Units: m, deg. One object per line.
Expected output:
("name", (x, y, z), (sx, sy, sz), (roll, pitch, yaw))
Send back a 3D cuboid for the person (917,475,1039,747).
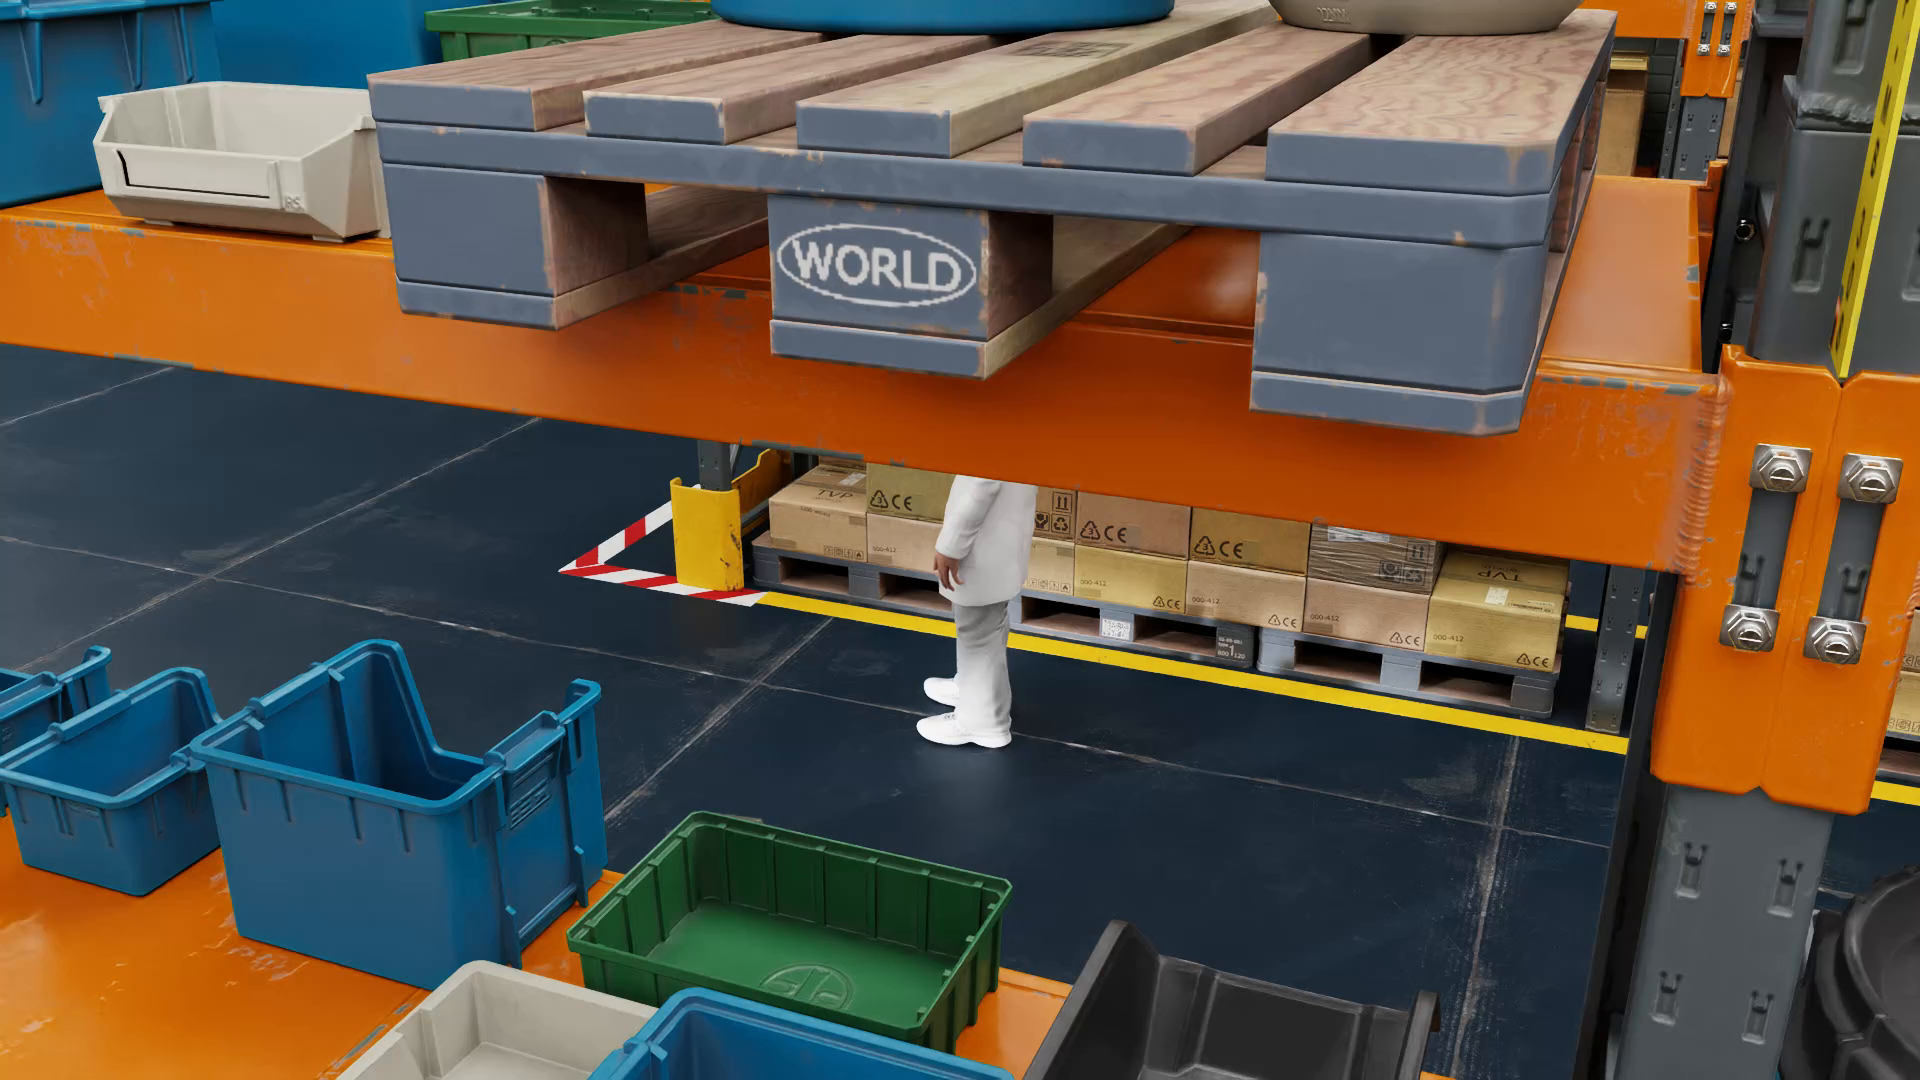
("person", (0.019, -0.054, 6.219), (0.580, 1.777, 0.698), (9, 24, 20))
